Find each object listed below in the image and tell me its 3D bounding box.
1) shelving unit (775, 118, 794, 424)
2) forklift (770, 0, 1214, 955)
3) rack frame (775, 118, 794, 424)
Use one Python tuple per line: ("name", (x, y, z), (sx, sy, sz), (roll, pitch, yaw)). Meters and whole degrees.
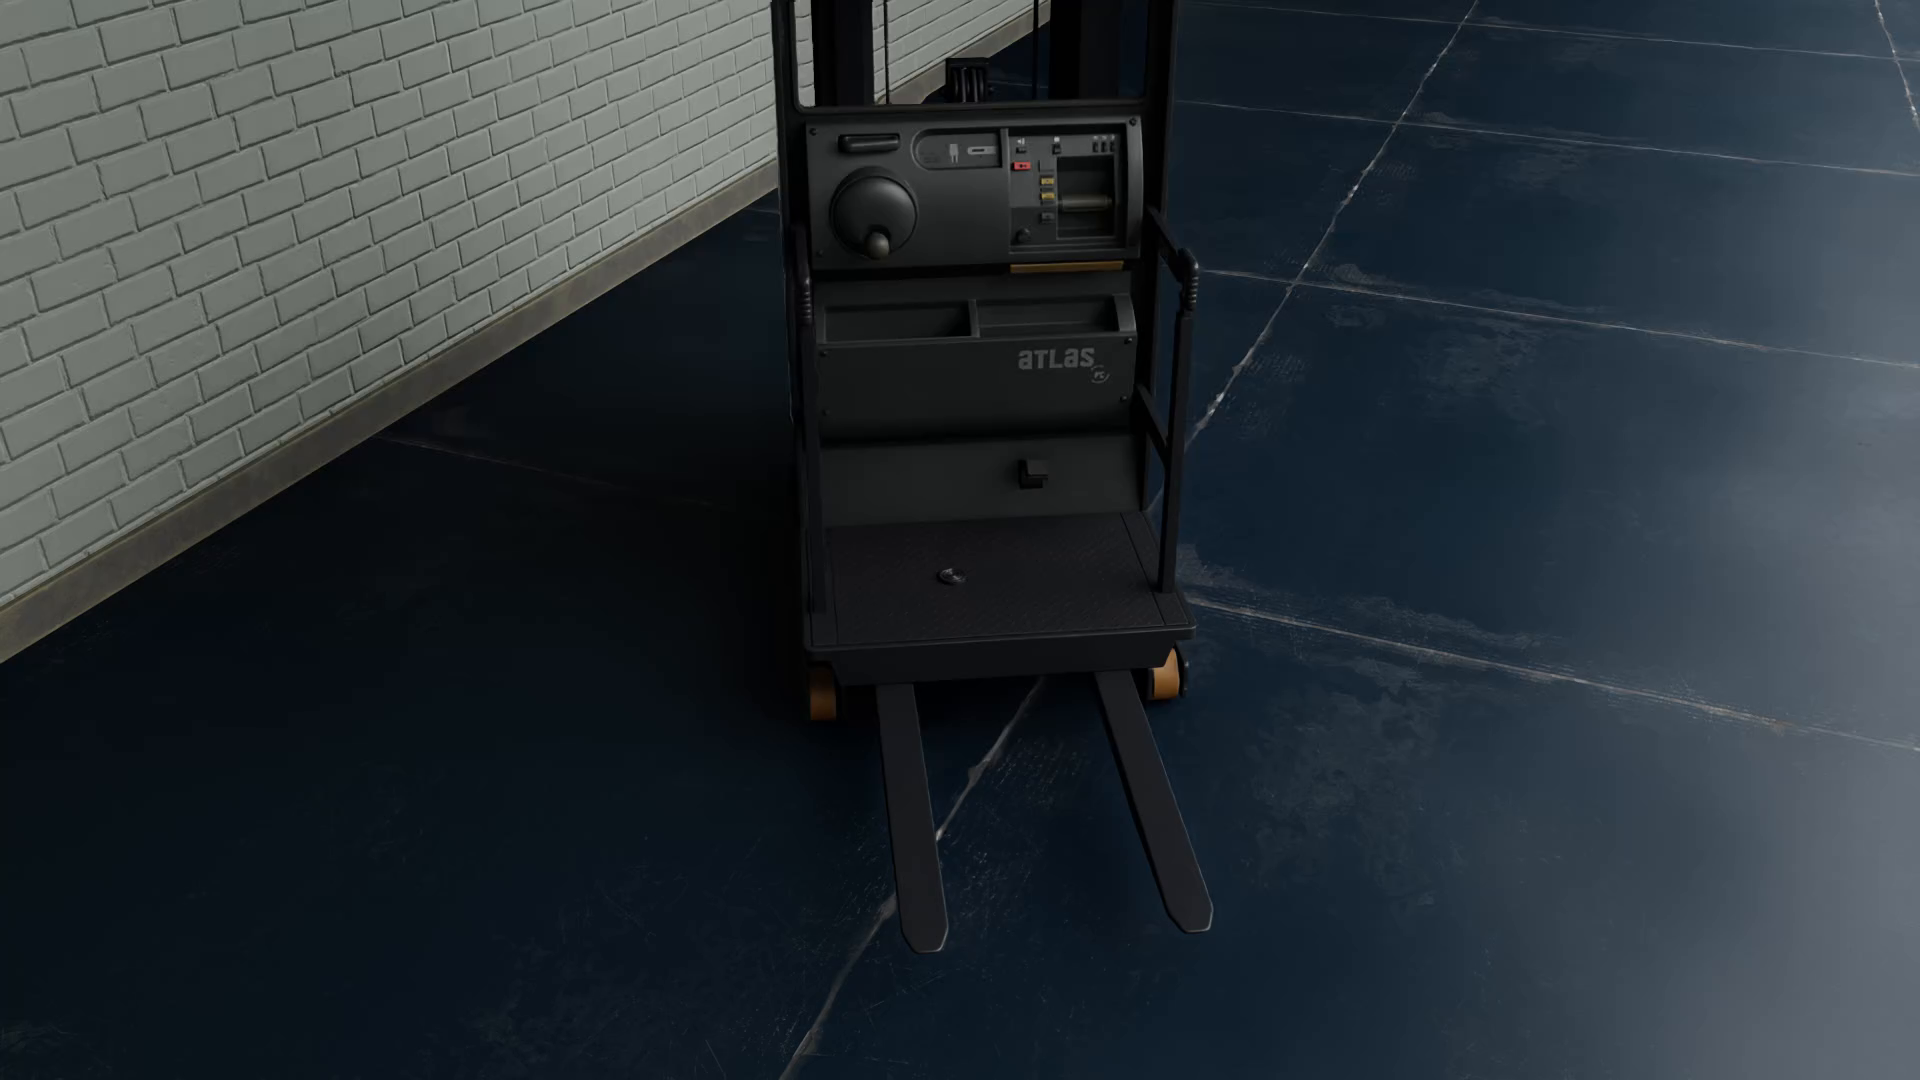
("shelving unit", (-0.397, -0.974, 6.252), (0.503, 1.200, 0.258), (-7, 31, -12))
("forklift", (0.069, -0.926, 4.410), (1.130, 2.935, 3.031), (-3, 30, -5))
("rack frame", (-0.634, -0.946, 6.202), (0.015, 1.200, 0.240), (-7, 31, -12))
